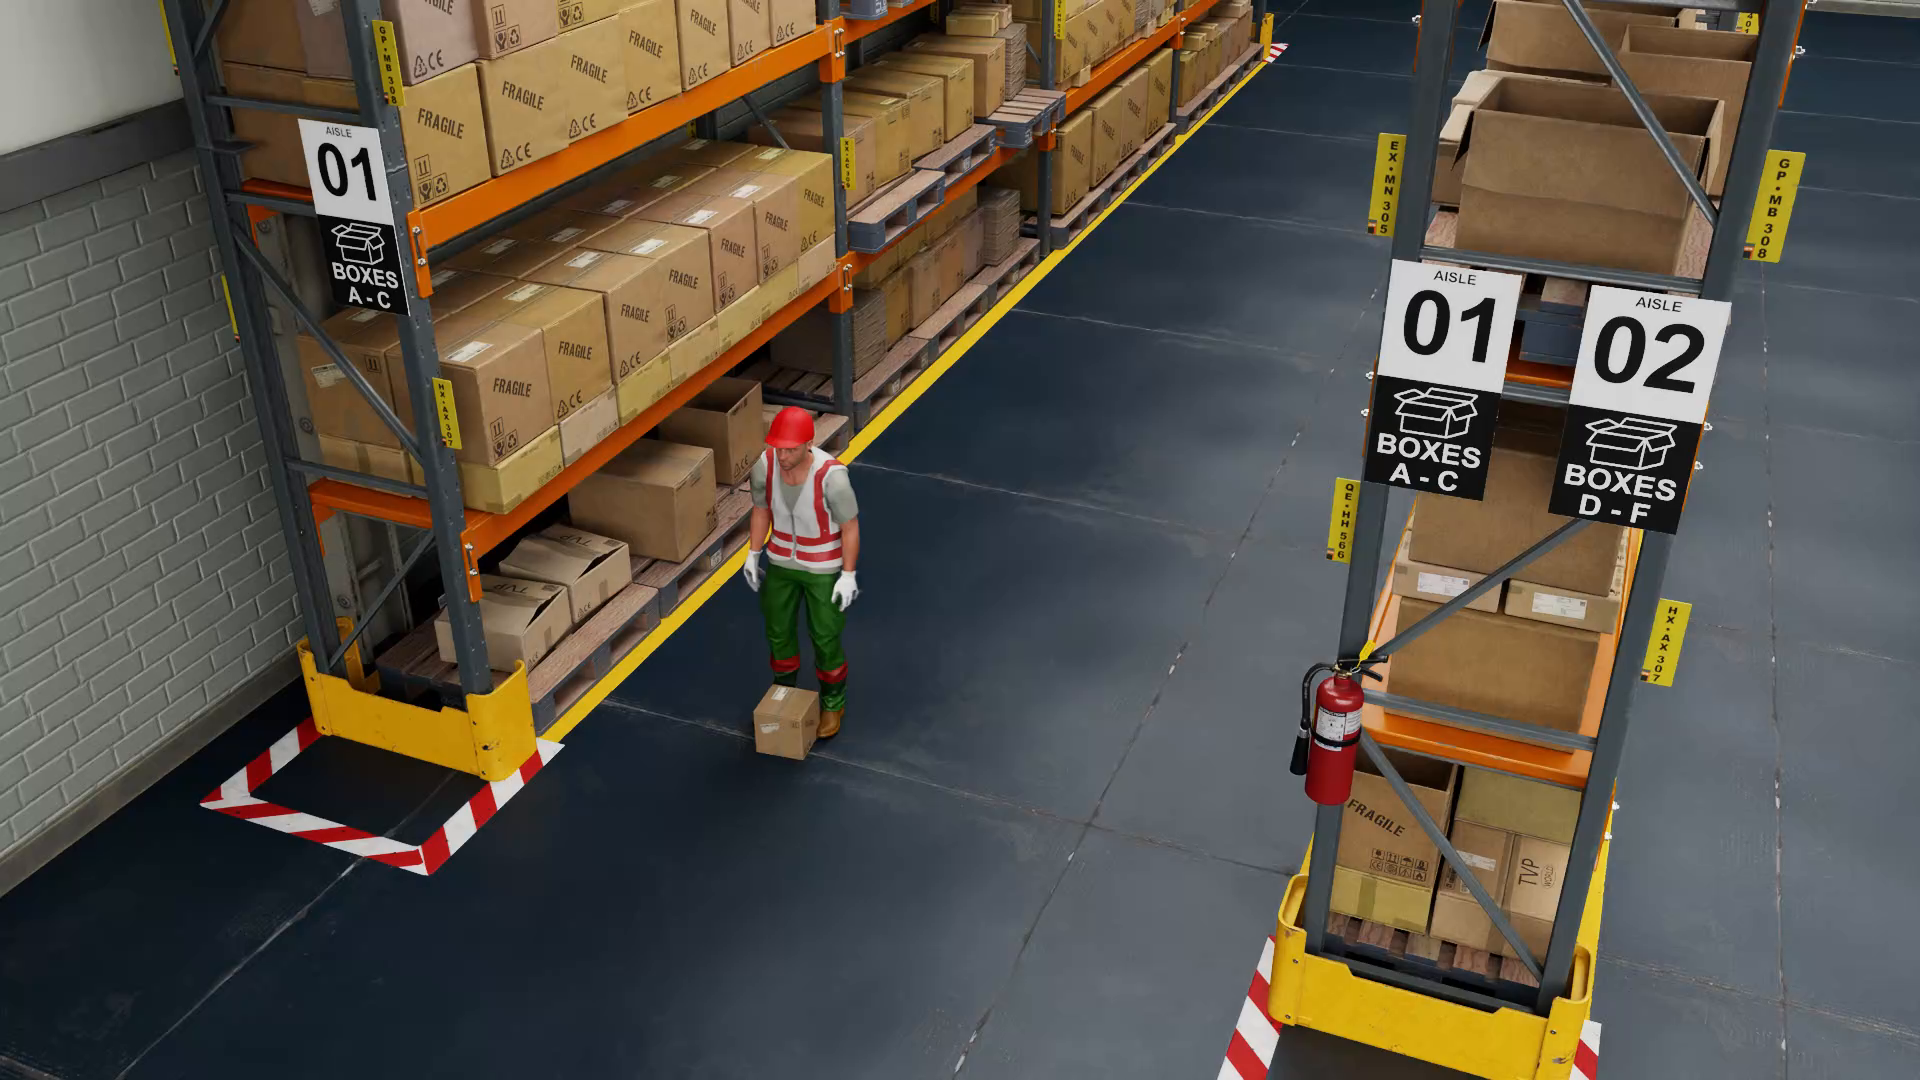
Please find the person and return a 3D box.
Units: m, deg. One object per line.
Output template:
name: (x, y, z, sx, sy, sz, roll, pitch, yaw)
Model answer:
person: (-0.773, 0.143, 8.133, 0.608, 1.777, 0.448, 11, 31, 19)
